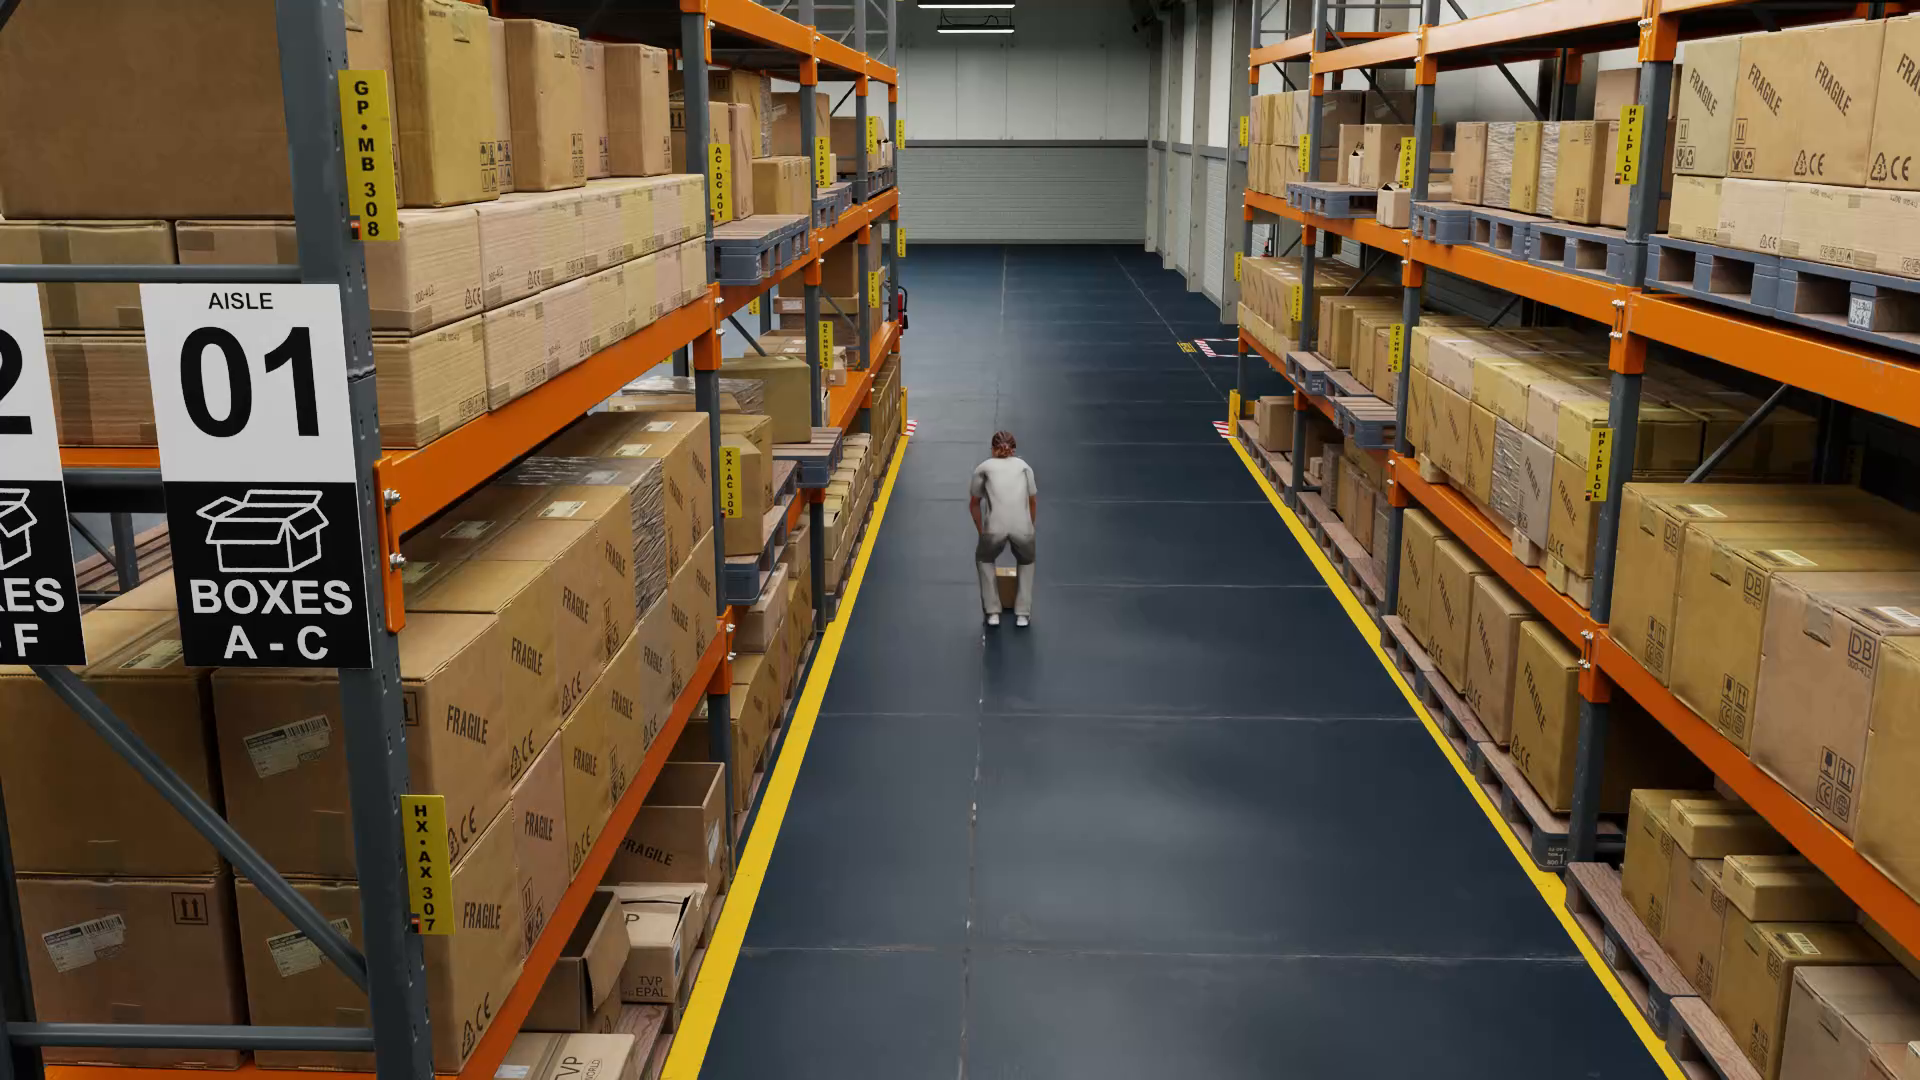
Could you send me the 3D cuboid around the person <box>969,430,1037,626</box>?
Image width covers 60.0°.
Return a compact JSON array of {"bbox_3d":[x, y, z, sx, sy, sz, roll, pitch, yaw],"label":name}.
[{"bbox_3d":[0.309,-0.078,11.976,0.491,1.362,0.652,0,14,2],"label":"person"}]
